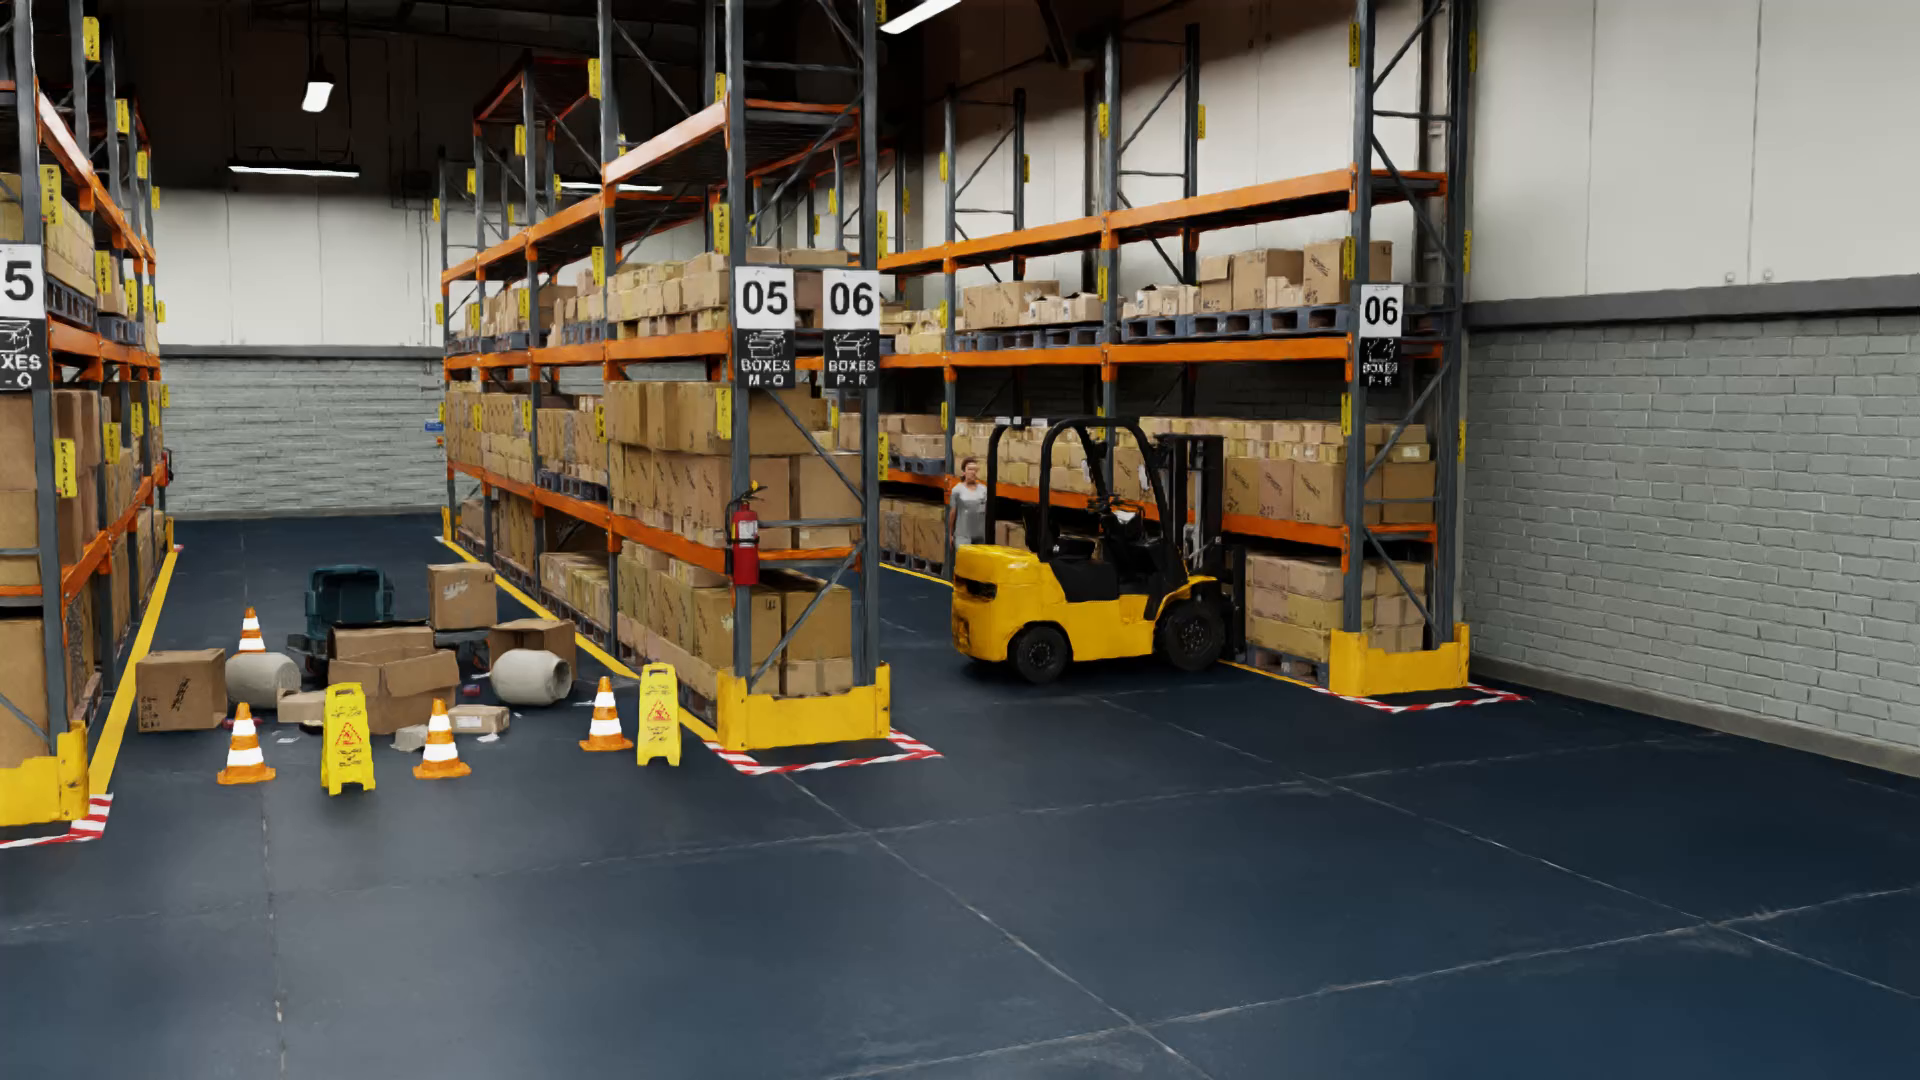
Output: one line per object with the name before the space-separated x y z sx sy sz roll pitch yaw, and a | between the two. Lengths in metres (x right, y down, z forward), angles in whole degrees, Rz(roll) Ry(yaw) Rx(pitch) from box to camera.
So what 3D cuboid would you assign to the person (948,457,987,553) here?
person | 0.137 -0.021 17.126 0.440 1.660 0.682 -2 6 -20
